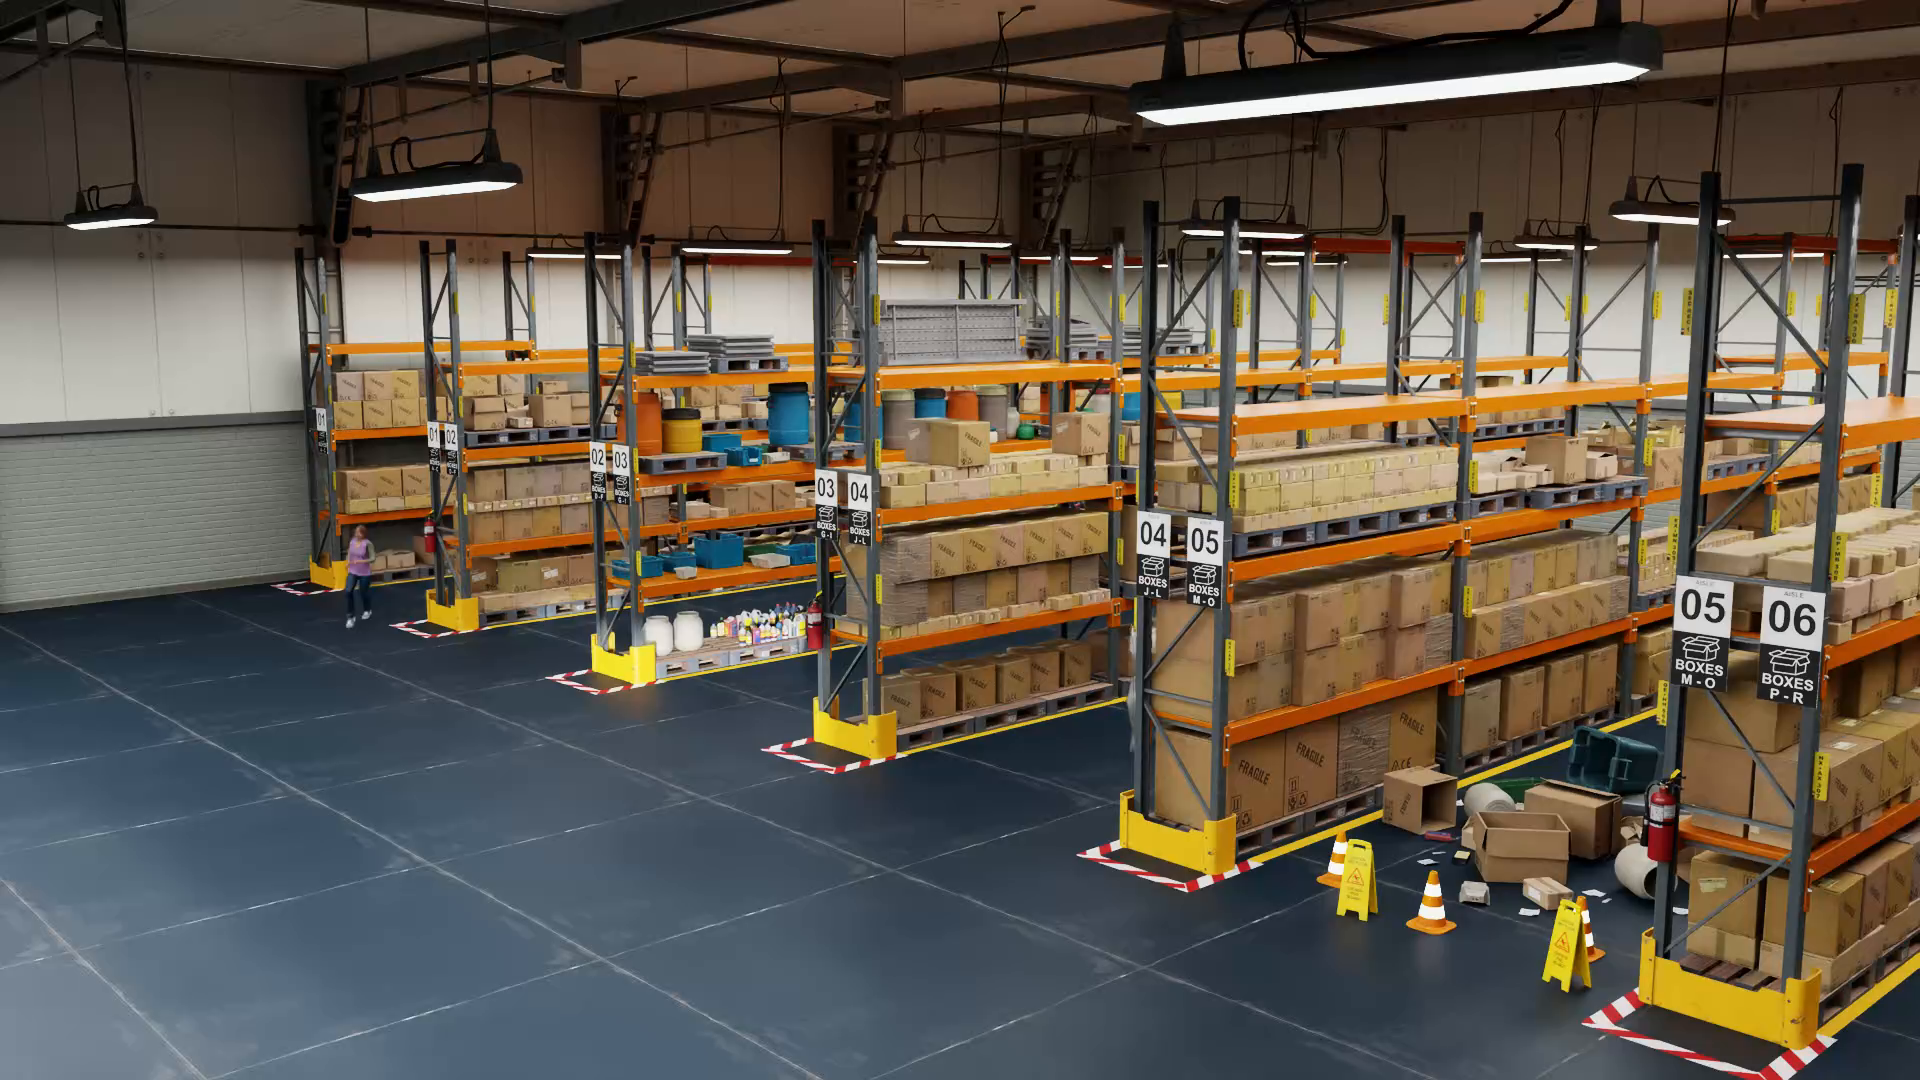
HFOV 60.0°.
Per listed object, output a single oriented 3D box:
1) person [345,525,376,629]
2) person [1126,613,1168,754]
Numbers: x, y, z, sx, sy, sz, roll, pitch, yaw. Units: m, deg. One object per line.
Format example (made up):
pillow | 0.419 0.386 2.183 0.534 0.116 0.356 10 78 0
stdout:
person | -9.422 0.561 26.223 0.531 1.640 0.698 0 8 2
person | 2.179 1.573 19.099 0.551 1.691 0.925 4 9 27
